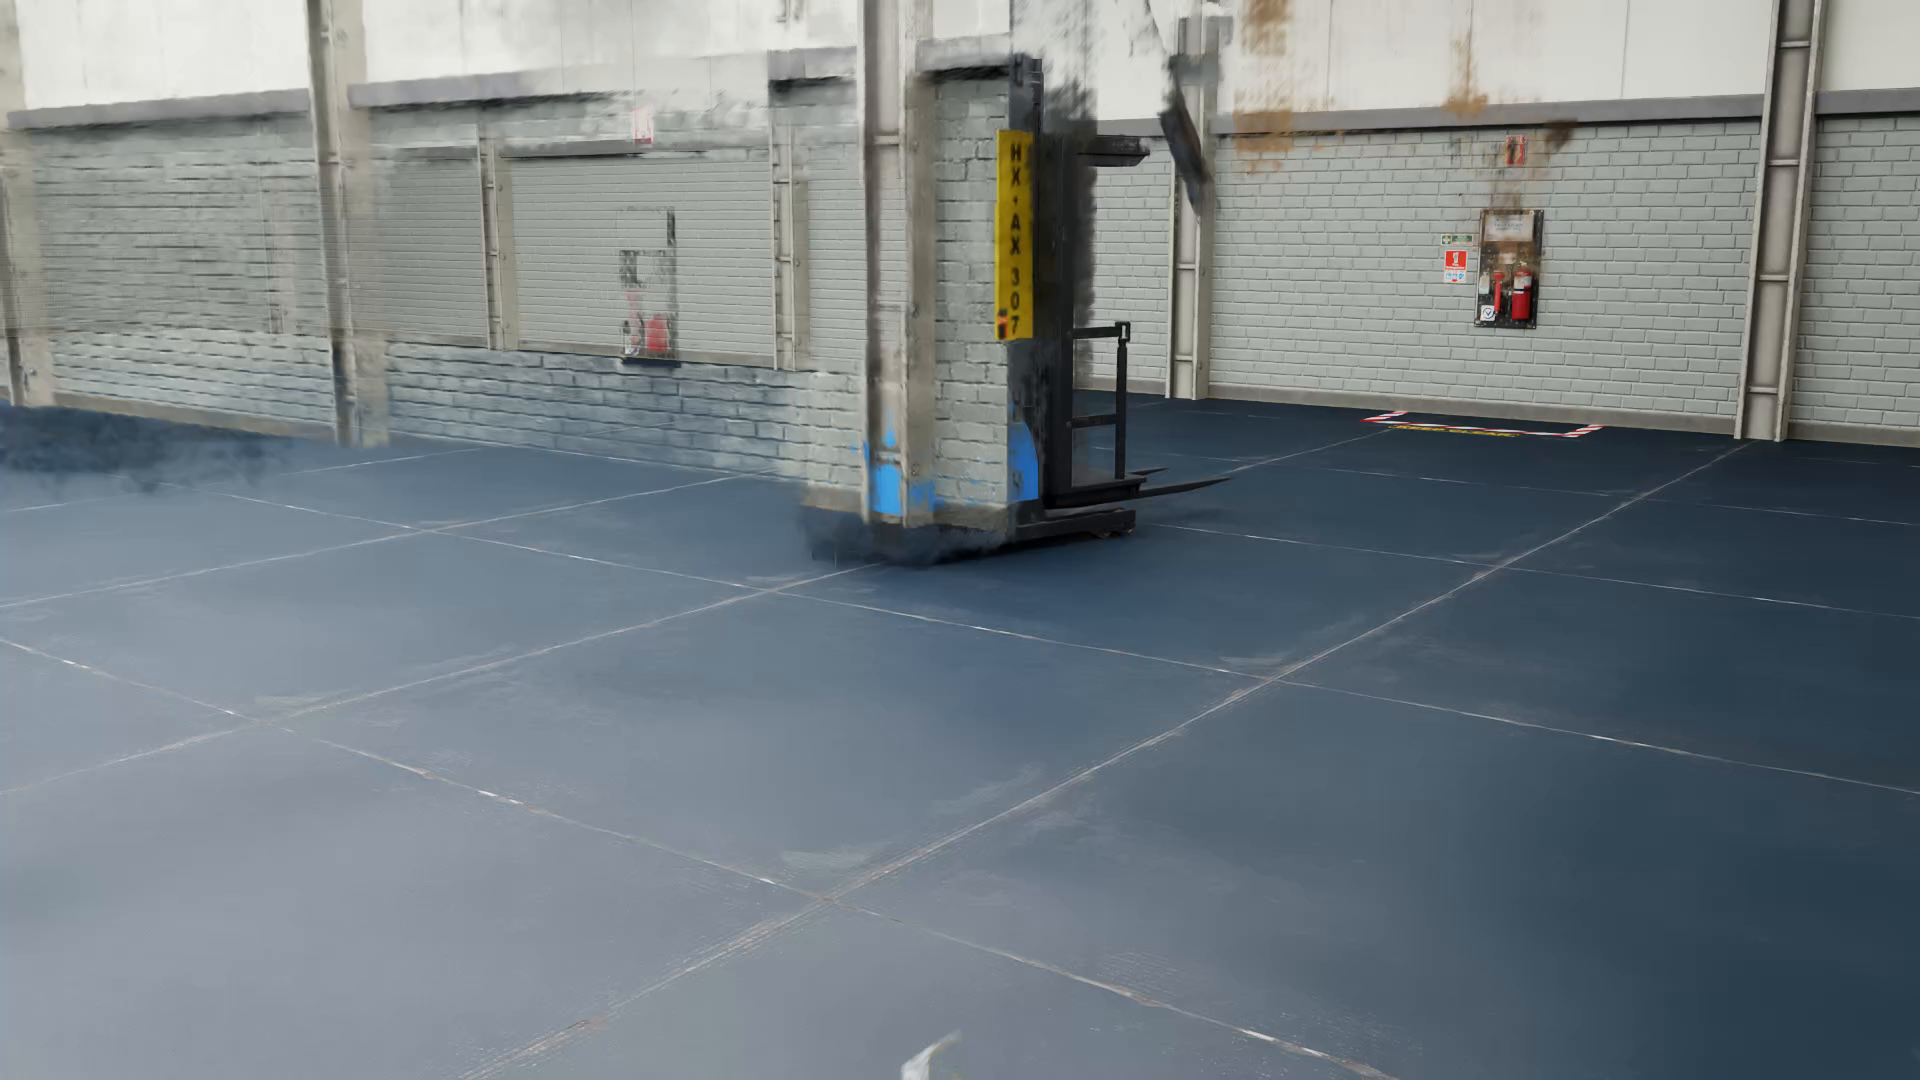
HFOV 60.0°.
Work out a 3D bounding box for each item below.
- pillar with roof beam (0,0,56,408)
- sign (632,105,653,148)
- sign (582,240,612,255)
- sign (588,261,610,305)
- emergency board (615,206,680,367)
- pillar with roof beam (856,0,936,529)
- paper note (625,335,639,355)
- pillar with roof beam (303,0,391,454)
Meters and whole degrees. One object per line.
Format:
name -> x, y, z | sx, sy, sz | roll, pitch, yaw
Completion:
pillar with roof beam -> -4.806, -6.051, 18.113 | 0.400, 9.000, 9.100 | 8, 13, 36
sign -> 5.497, -3.853, 16.446 | 0.199, 0.298, 0.001 | 8, 13, 36
sign -> 5.058, -3.053, 16.922 | 0.331, 0.109, 0.001 | 8, 13, 36
sign -> 5.060, -2.794, 16.982 | 0.234, 0.329, 0.001 | 8, 13, 36
emergency board -> 5.445, -2.699, 16.583 | 0.643, 1.169, 0.194 | 8, 13, 36
pillar with roof beam -> 4.866, -4.701, 11.140 | 0.400, 9.000, 9.100 | 8, 13, 36
paper note -> 5.343, -2.297, 16.824 | 0.142, 0.148, 0.016 | 8, 13, 36
pillar with roof beam -> 0.030, -5.376, 14.627 | 0.400, 9.000, 9.100 | 8, 13, 36
